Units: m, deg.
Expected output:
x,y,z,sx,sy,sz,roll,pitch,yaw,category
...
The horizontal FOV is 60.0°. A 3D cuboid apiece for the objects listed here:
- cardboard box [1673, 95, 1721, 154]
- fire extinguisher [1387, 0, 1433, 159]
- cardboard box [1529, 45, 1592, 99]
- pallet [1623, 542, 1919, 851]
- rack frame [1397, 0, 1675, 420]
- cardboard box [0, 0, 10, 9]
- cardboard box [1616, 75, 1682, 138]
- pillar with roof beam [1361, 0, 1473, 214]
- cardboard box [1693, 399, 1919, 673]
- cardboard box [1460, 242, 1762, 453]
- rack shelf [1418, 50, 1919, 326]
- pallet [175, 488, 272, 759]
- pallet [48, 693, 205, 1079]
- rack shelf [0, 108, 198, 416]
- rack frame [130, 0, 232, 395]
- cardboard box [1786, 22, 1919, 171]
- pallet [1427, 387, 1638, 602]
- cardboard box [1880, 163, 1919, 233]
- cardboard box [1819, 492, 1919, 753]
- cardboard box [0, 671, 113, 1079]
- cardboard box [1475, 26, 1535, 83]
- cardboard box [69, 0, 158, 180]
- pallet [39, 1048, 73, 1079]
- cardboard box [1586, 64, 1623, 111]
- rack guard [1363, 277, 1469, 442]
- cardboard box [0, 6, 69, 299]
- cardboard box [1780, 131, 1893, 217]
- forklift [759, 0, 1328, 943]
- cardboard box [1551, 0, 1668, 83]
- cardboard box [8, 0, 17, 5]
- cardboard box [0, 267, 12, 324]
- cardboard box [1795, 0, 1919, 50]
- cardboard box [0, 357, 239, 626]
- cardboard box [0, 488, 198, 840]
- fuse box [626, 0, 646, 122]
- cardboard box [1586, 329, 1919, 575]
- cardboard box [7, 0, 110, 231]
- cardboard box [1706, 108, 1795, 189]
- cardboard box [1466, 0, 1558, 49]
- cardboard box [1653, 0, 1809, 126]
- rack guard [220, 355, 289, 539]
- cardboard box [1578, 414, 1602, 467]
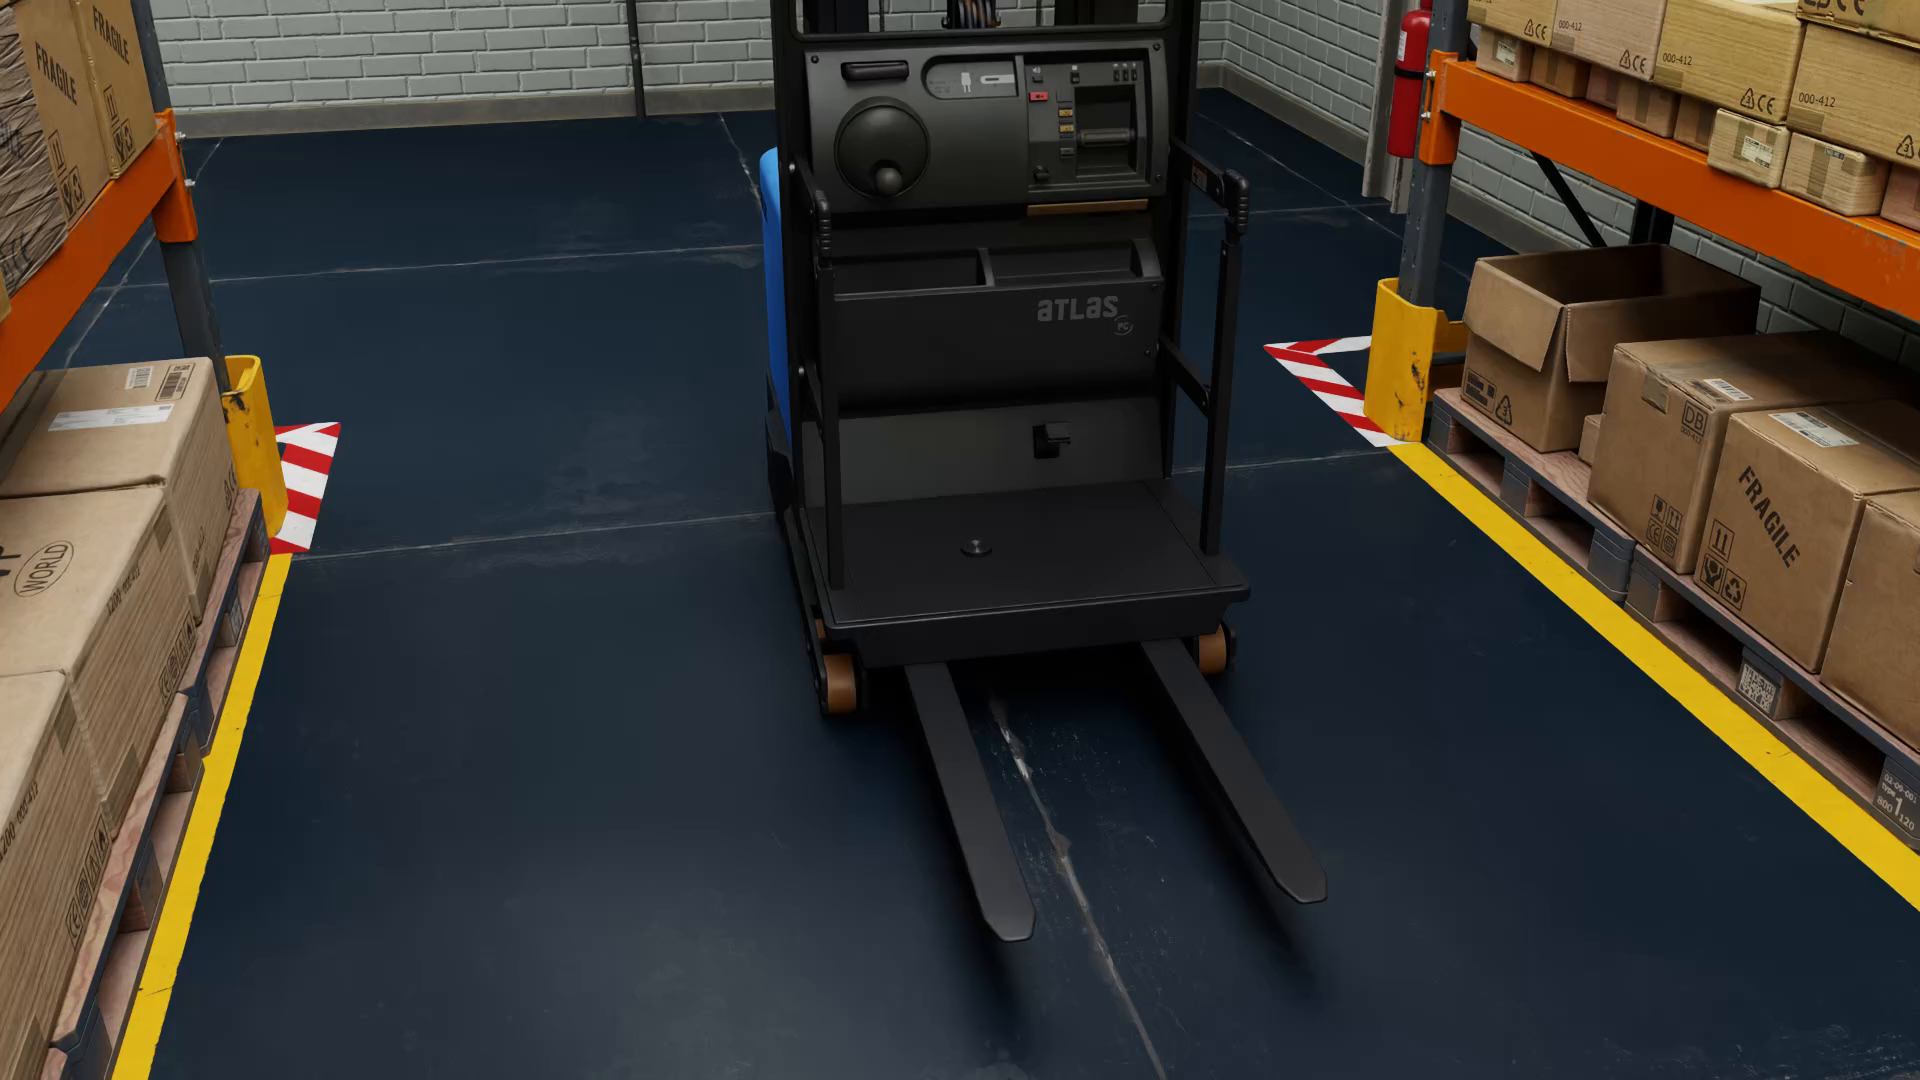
x,y,z,sx,sy,sz,roll,pitch,yaw,category
2.142,-1.113,4.406,0.380,0.149,0.250,-6,27,-11,cardboard box
1.594,-1.666,5.722,0.296,0.674,0.183,-6,27,-12,fire extinguisher
1.987,-1.458,5.089,0.380,0.149,0.250,-5,27,-10,cardboard box
2.547,0.313,4.396,1.003,0.211,1.213,-6,27,-12,pallet
2.077,-1.850,5.586,1.000,3.000,0.127,-6,27,-12,rack frame
-2.162,-1.204,3.085,0.500,0.500,0.500,-6,27,-12,cardboard box
2.077,-1.229,4.636,0.380,0.149,0.250,-5,27,-10,cardboard box
-1.846,-5.366,5.894,9.100,9.000,0.400,-6,27,-12,pillar with roof beam
2.299,-0.022,4.272,0.500,0.500,0.500,-5,27,-11,cardboard box
2.123,-0.645,5.503,0.797,0.503,0.637,-7,28,-14,cardboard box
2.528,-0.651,4.008,1.077,0.370,4.000,-6,27,-12,rack shelf
-2.501,0.244,4.533,1.003,0.211,1.213,-6,27,-12,pallet
-2.230,0.778,3.474,1.003,0.211,1.213,-6,27,-12,pallet
-2.307,-0.145,3.007,1.077,0.370,4.000,-6,27,-12,rack shelf
-2.758,-1.344,4.584,1.000,3.000,0.127,-6,27,-12,rack frame
2.285,-1.023,3.785,0.500,0.250,0.500,-7,28,-13,cardboard box
2.275,-0.221,5.455,1.003,0.211,1.213,-6,27,-12,pallet
2.331,-0.775,3.736,0.380,0.149,0.250,-6,27,-12,cardboard box
2.512,0.192,3.849,0.700,0.500,0.500,-7,28,-14,cardboard box
-2.095,0.689,2.934,0.875,0.438,0.875,-7,28,-13,cardboard box
1.884,-1.565,5.301,0.380,0.149,0.250,-6,27,-12,cardboard box
-2.391,-1.204,4.195,0.500,0.500,0.500,-6,27,-11,cardboard box
-1.951,1.315,2.410,1.003,0.211,1.213,-6,27,-12,pallet
2.080,-1.347,4.868,0.380,0.149,0.250,-6,27,-12,cardboard box
2.095,-0.700,6.083,1.175,0.500,0.348,-6,27,-12,rack guard
-2.167,-0.757,3.310,0.500,0.500,0.500,-5,27,-10,cardboard box
2.205,-0.881,3.946,0.380,0.149,0.250,-5,27,-10,cardboard box
0.120,-1.031,4.040,1.130,2.935,3.031,-5,27,-10,forklift
2.031,-1.468,4.665,0.500,0.250,0.500,-6,27,-11,cardboard box
-2.271,-1.421,3.516,0.500,0.500,0.500,-6,27,-11,cardboard box
-2.038,-0.532,2.864,0.500,0.500,0.500,-5,27,-10,cardboard box
2.256,-1.365,3.630,0.500,0.500,0.500,-5,27,-10,cardboard box
-2.511,-0.108,4.513,0.875,0.438,0.875,-7,28,-13,cardboard box
-2.297,0.293,3.718,0.875,0.438,0.875,-5,27,-10,cardboard box
-1.972,-3.391,10.070,0.539,1.711,0.414,-6,27,-12,fuse box
2.278,-0.264,4.752,0.700,0.500,0.500,-5,27,-9,cardboard box
-2.293,-0.982,3.756,0.500,0.500,0.500,-7,28,-13,cardboard box
2.126,-0.995,4.171,0.380,0.149,0.250,-7,28,-13,cardboard box
1.917,-1.689,5.104,0.500,0.250,0.500,-6,27,-11,cardboard box
2.149,-1.246,4.225,0.500,0.250,0.500,-6,27,-13,cardboard box
-2.763,-0.239,5.168,1.175,0.500,0.348,-6,27,-12,rack guard
2.181,-0.296,5.205,0.380,0.149,0.250,-7,28,-14,cardboard box
